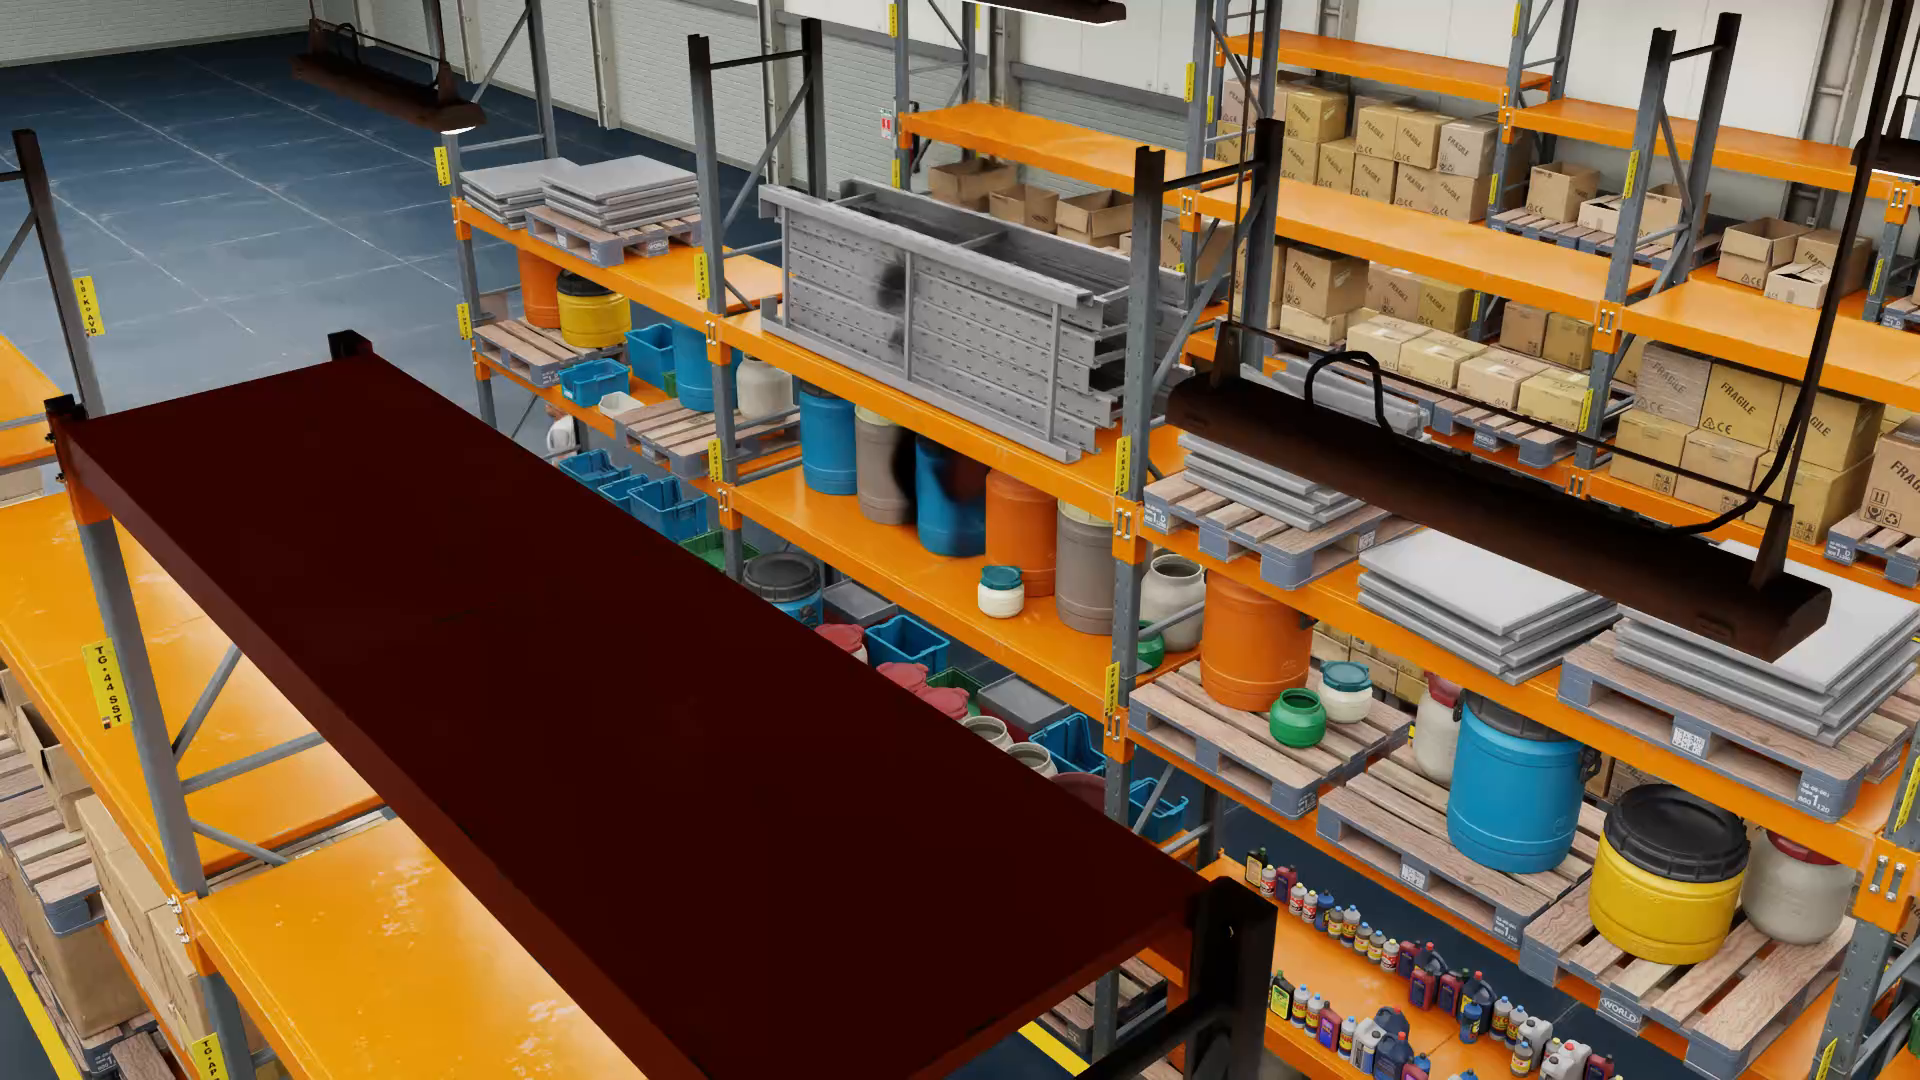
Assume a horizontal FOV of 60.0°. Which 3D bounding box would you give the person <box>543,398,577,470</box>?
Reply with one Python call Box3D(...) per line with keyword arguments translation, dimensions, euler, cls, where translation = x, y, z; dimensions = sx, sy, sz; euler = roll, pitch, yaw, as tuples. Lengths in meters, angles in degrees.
Box3D(translation=(-4.081, -0.759, 17.182), dimensions=(0.555, 1.708, 0.711), euler=(1, 27, 2), cls="person")
